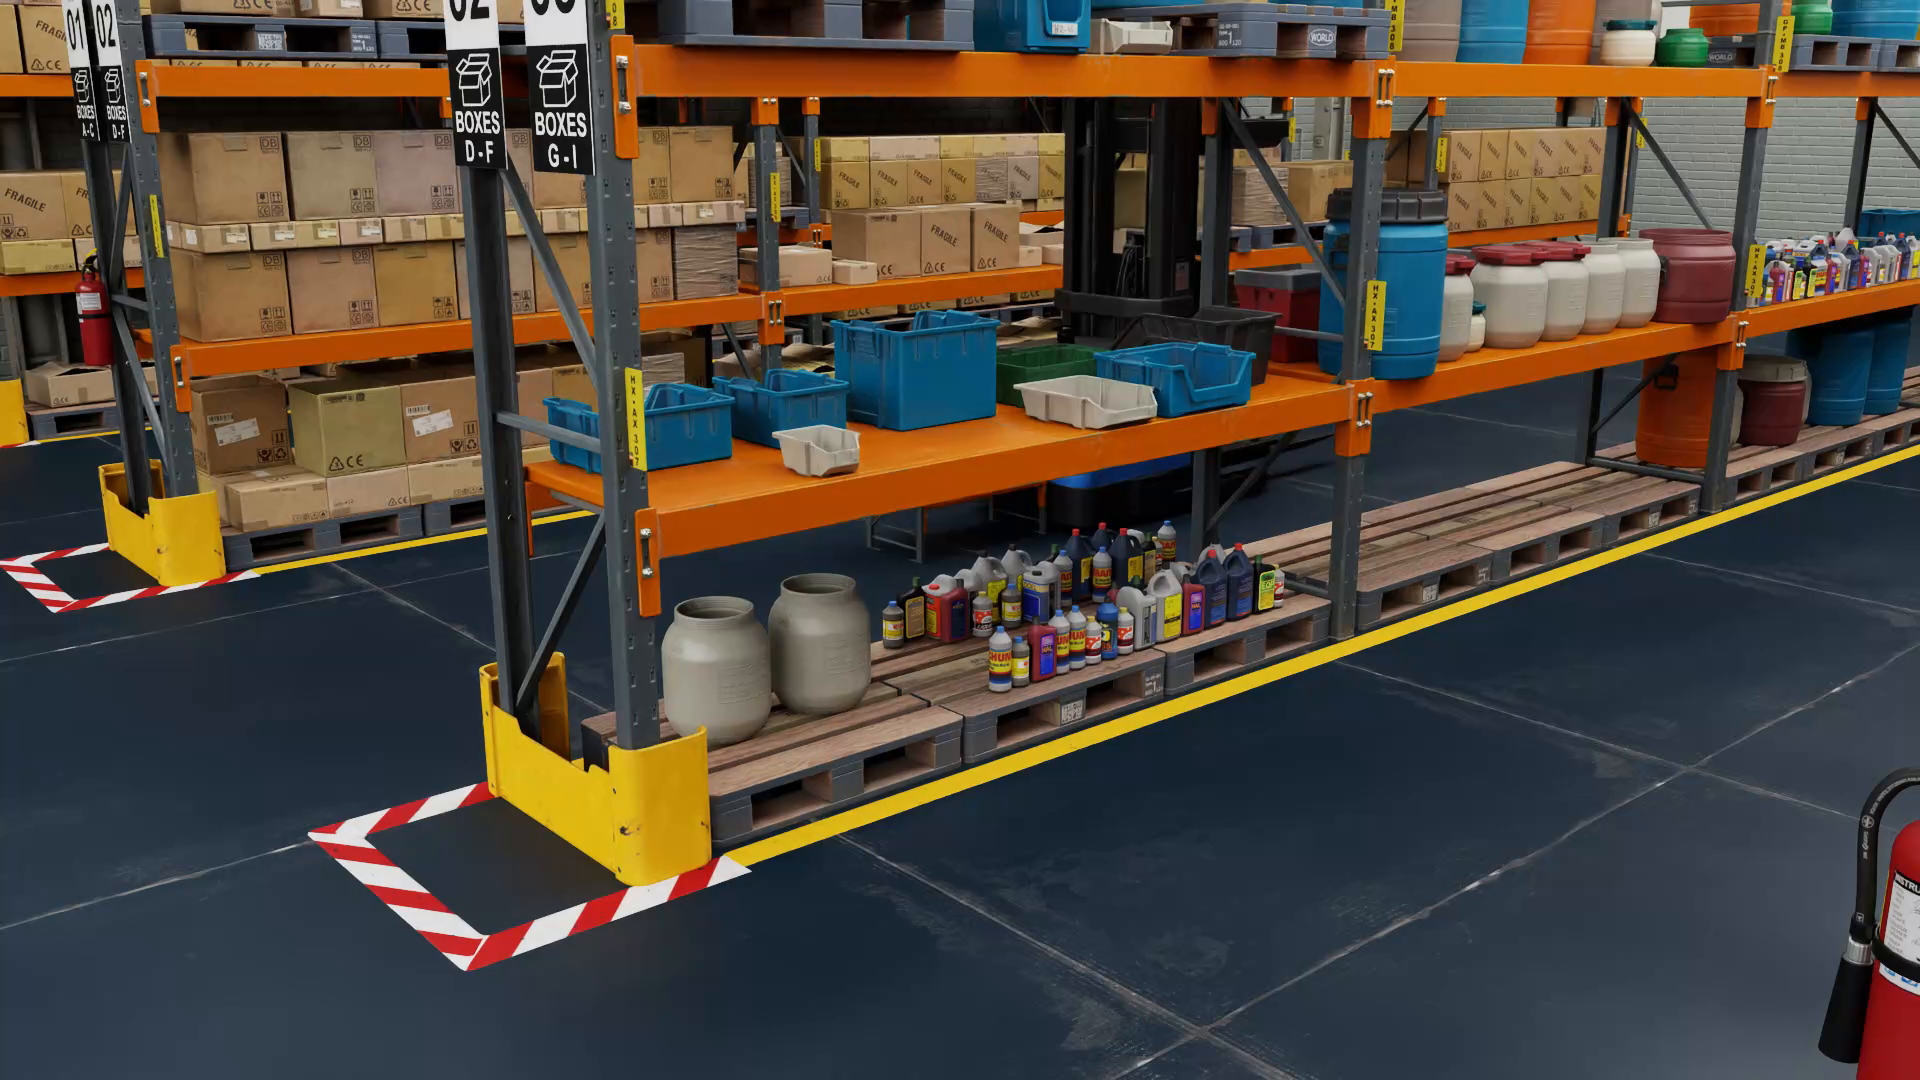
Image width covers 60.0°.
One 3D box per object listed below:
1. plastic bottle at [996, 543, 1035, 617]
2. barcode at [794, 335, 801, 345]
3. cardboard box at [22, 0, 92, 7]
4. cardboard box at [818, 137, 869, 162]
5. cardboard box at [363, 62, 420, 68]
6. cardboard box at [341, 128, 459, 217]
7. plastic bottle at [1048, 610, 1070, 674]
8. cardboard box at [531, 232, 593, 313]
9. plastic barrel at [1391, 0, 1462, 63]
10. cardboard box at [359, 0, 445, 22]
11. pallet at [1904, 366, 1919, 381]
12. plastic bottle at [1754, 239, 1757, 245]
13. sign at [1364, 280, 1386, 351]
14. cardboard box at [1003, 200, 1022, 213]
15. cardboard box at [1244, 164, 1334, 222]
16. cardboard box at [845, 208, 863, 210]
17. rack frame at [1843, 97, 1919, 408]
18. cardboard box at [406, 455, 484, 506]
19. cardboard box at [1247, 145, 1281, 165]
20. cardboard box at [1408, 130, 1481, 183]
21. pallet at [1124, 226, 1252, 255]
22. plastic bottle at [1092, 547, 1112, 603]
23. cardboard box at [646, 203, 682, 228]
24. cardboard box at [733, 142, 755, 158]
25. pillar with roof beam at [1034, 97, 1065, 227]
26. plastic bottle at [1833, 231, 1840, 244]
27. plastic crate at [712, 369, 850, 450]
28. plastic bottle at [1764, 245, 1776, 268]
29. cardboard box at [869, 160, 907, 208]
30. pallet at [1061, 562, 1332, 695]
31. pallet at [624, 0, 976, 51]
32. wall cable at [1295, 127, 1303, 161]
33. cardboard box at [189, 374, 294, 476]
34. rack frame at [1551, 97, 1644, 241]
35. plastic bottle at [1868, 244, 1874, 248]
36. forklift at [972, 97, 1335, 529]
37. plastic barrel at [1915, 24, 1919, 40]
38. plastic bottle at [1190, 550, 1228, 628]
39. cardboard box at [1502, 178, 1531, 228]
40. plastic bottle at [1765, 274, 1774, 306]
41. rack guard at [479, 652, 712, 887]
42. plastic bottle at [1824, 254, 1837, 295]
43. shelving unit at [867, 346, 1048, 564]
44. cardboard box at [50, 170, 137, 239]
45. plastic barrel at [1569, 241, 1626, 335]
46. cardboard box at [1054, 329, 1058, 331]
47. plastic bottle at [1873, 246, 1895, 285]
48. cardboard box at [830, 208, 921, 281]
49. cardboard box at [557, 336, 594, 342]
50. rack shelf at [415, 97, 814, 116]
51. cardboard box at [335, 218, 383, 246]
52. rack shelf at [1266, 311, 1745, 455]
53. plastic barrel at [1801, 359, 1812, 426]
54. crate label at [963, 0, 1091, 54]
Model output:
[{"bbox_3d":[0.271,0.186,8.020,0.185,0.351,0.144,-13,20,-40],"label":"plastic bottle"},{"bbox_3d":[-1.168,-1.437,11.947,0.075,0.075,0.001,-13,19,-39],"label":"barcode"},{"bbox_3d":[-7.044,-4.375,12.835,0.500,0.500,0.500,-13,20,-40],"label":"cardboard box"},{"bbox_3d":[-1.337,-4.243,18.059,0.500,0.250,0.500,-12,19,-38],"label":"cardboard box"},{"bbox_3d":[-5.109,-4.343,14.650,0.500,0.500,0.500,-12,19,-38],"label":"cardboard box"},{"bbox_3d":[-3.478,-2.264,10.207,0.500,0.500,0.700,-13,19,-39],"label":"cardboard box"},{"bbox_3d":[0.429,0.438,7.233,0.097,0.271,0.097,0,15,0],"label":"plastic bottle"},{"bbox_3d":[-2.739,-1.803,10.993,0.500,0.500,0.700,-12,19,-39],"label":"cardboard box"},{"bbox_3d":[2.350,-2.971,8.778,0.600,0.901,0.600,0,15,0],"label":"plastic barrel"},{"bbox_3d":[-3.219,-3.324,9.791,0.500,0.500,0.500,-13,19,-39],"label":"cardboard box"},{"bbox_3d":[9.100,-1.389,15.040,1.213,0.211,1.003,-13,19,-39],"label":"pallet"},{"bbox_3d":[5.908,-2.113,12.442,0.185,0.351,0.144,-13,19,-39],"label":"plastic bottle"},{"bbox_3d":[1.968,-1.066,7.890,0.005,0.325,0.100,-13,19,-39],"label":"sign"},{"bbox_3d":[0.517,-3.962,19.718,0.250,0.149,0.380,-13,19,-39],"label":"cardboard box"},{"bbox_3d":[3.109,-3.301,15.788,0.700,0.500,0.500,10,18,33],"label":"cardboard box"},{"bbox_3d":[-1.274,-3.587,18.315,0.250,0.149,0.380,-12,19,-39],"label":"cardboard box"},{"bbox_3d":[7.650,-2.396,13.408,0.127,3.000,1.000,-13,19,-39],"label":"rack frame"},{"bbox_3d":[-3.348,-0.420,10.525,0.500,0.250,0.500,-13,19,-39],"label":"cardboard box"},{"bbox_3d":[3.786,-5.059,22.795,0.700,0.700,0.980,-12,19,-37],"label":"cardboard box"},{"bbox_3d":[4.942,-3.917,16.972,0.500,0.500,0.500,-12,19,-38],"label":"cardboard box"},{"bbox_3d":[1.849,-2.719,14.989,1.003,0.211,1.213,-13,19,-39],"label":"pallet"},{"bbox_3d":[0.704,0.169,8.240,0.097,0.271,0.097,0,15,0],"label":"plastic bottle"},{"bbox_3d":[-2.082,-2.193,11.198,0.250,0.149,0.380,-13,20,-41],"label":"cardboard box"},{"bbox_3d":[-2.344,-4.100,17.482,0.380,0.149,0.250,12,19,38],"label":"cardboard box"},{"bbox_3d":[3.933,-6.672,17.791,0.400,9.000,9.100,-13,19,-39],"label":"pillar with roof beam"},{"bbox_3d":[7.094,-2.361,13.501,0.133,0.283,0.061,-13,19,-39],"label":"plastic bottle"},{"bbox_3d":[-0.727,-0.543,6.760,0.408,0.251,0.499,-13,19,-39],"label":"plastic crate"},{"bbox_3d":[6.020,-2.058,12.392,0.097,0.271,0.097,0,15,0],"label":"plastic bottle"},{"bbox_3d":[-0.935,-3.968,18.484,0.500,0.500,0.500,-12,19,-38],"label":"cardboard box"},{"bbox_3d":[1.081,0.412,8.298,1.213,0.211,1.003,-13,19,-39],"label":"pallet"},{"bbox_3d":[-0.714,-1.842,5.888,1.213,0.211,1.003,-13,19,-39],"label":"pallet"},{"bbox_3d":[4.510,-5.894,24.535,1.851,1.984,0.084,-13,19,-39],"label":"wall cable"},{"bbox_3d":[-4.442,-0.714,10.171,0.500,0.500,0.500,-13,19,-39],"label":"cardboard box"},{"bbox_3d":[7.419,-4.039,19.557,0.127,3.000,1.000,-13,19,-39],"label":"rack frame"},{"bbox_3d":[6.813,-2.078,12.466,0.097,0.271,0.097,0,15,0],"label":"plastic bottle"},{"bbox_3d":[1.476,-1.785,11.253,3.031,2.935,1.130,-14,20,-42],"label":"forklift"},{"bbox_3d":[7.095,-3.945,12.215,0.600,0.588,0.600,0,15,0],"label":"plastic barrel"},{"bbox_3d":[1.174,0.224,7.879,0.185,0.351,0.144,-14,20,-42],"label":"plastic bottle"},{"bbox_3d":[5.728,-3.614,17.775,0.500,0.500,0.500,-13,20,-40],"label":"cardboard box"},{"bbox_3d":[5.350,-1.664,11.051,0.097,0.201,0.097,0,15,0],"label":"plastic bottle"},{"bbox_3d":[-1.376,0.822,6.202,0.348,0.500,1.175,-13,19,-39],"label":"rack guard"},{"bbox_3d":[6.073,-1.859,11.624,0.133,0.283,0.061,-13,19,-39],"label":"plastic bottle"},{"bbox_3d":[-0.009,-0.539,10.089,1.048,1.125,0.538,-13,20,-41],"label":"shelving unit"},{"bbox_3d":[-6.969,-2.696,13.328,0.500,0.500,0.500,-13,19,-39],"label":"cardboard box"},{"bbox_3d":[3.679,-1.485,9.781,0.421,0.512,0.421,0,15,0],"label":"plastic barrel"},{"bbox_3d":[1.151,-1.692,14.200,0.500,0.311,0.500,-12,19,-38],"label":"cardboard box"},{"bbox_3d":[6.808,-2.036,12.301,0.135,0.276,0.152,-13,19,-39],"label":"plastic bottle"},{"bbox_3d":[-0.646,-2.270,12.743,0.500,0.500,0.500,-11,18,-35],"label":"cardboard box"},{"bbox_3d":[-3.987,-2.200,16.664,0.500,0.500,0.700,-13,20,-40],"label":"cardboard box"},{"bbox_3d":[-3.379,-4.410,16.529,4.000,0.370,1.077,-13,19,-39],"label":"rack shelf"},{"bbox_3d":[-3.635,-1.844,9.890,0.250,0.149,0.380,-13,20,-40],"label":"cardboard box"},{"bbox_3d":[3.124,-1.032,9.695,4.000,0.370,1.077,-13,19,-39],"label":"rack shelf"},{"bbox_3d":[6.210,-1.110,12.600,0.421,0.512,0.421,0,15,0],"label":"plastic barrel"},{"bbox_3d":[0.227,-1.993,6.376,0.408,0.251,0.502,-13,19,-39],"label":"crate label"}]
